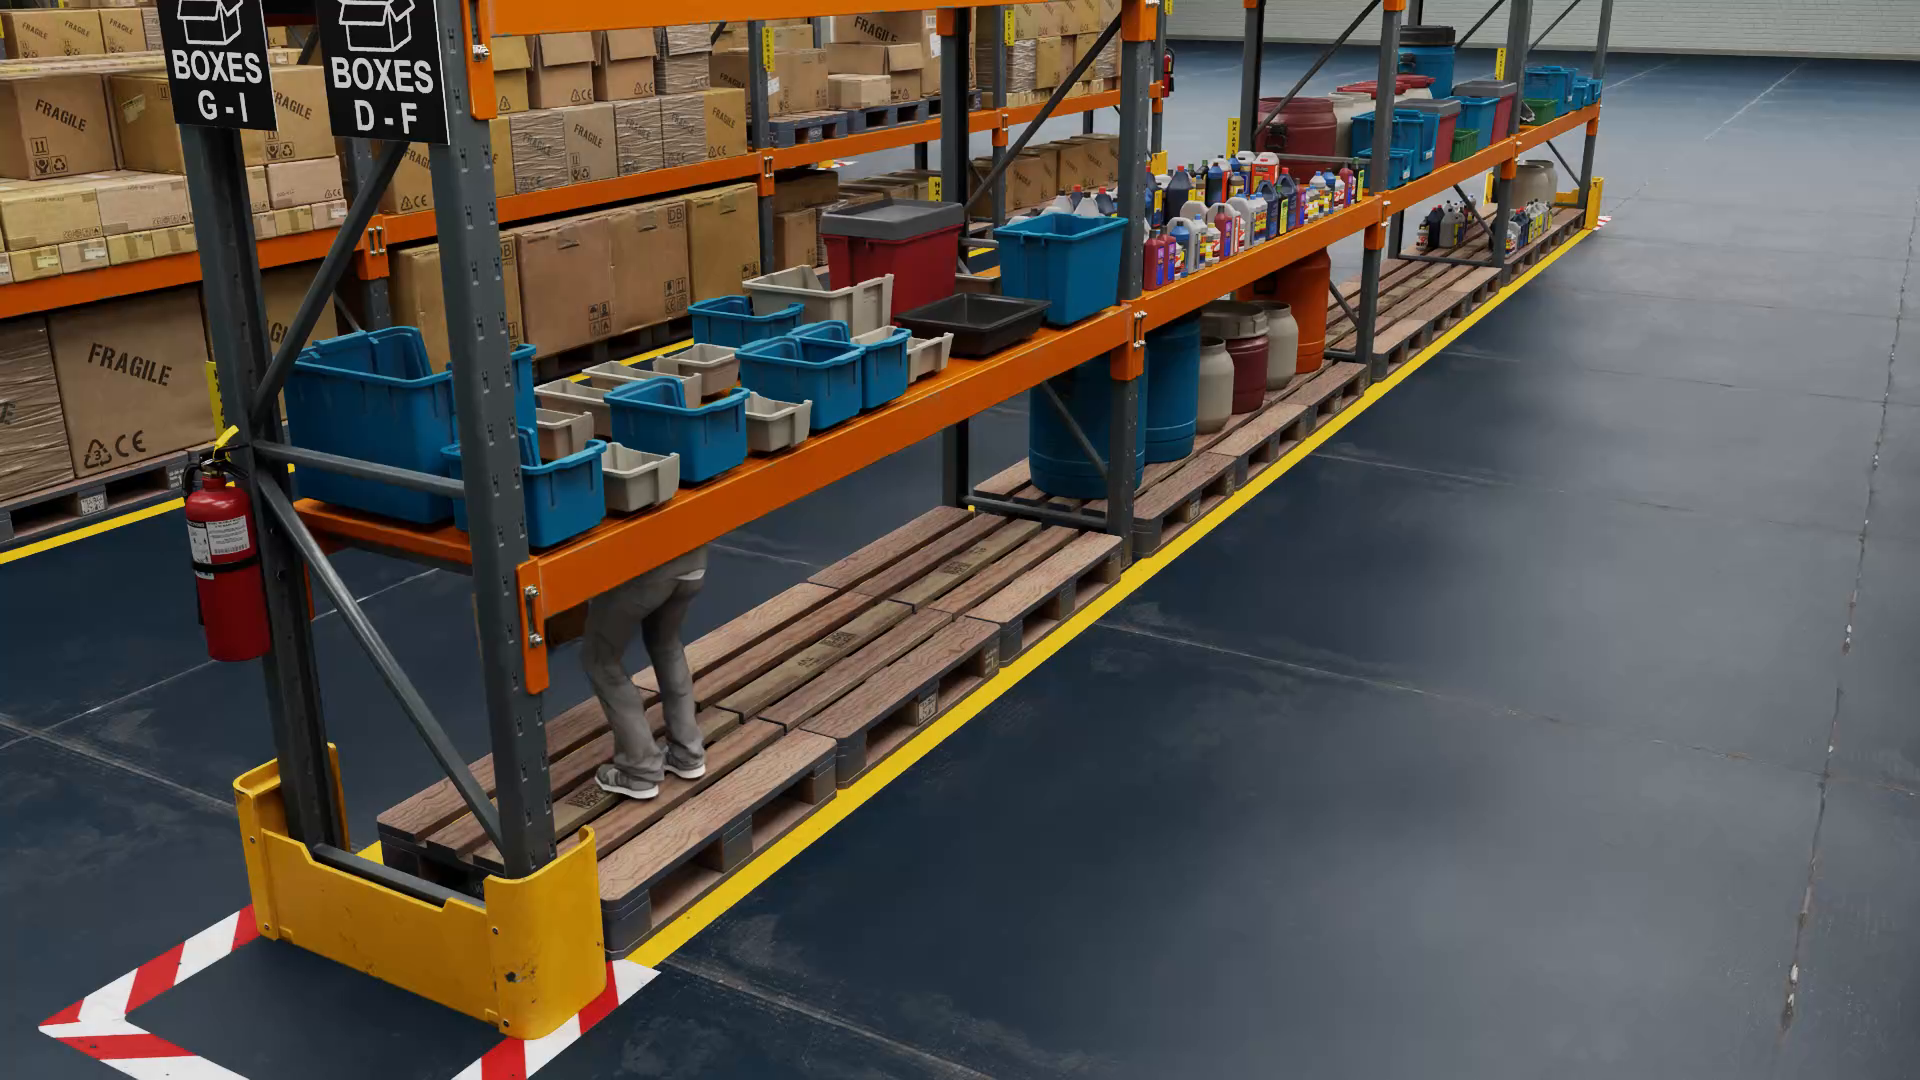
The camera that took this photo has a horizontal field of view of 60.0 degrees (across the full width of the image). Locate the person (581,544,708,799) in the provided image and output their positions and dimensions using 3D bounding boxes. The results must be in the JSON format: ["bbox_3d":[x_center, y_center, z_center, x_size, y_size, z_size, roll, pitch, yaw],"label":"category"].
[{"bbox_3d":[-1.194,0.275,5.538,0.906,1.034,0.386,16,25,37],"label":"person"}]
